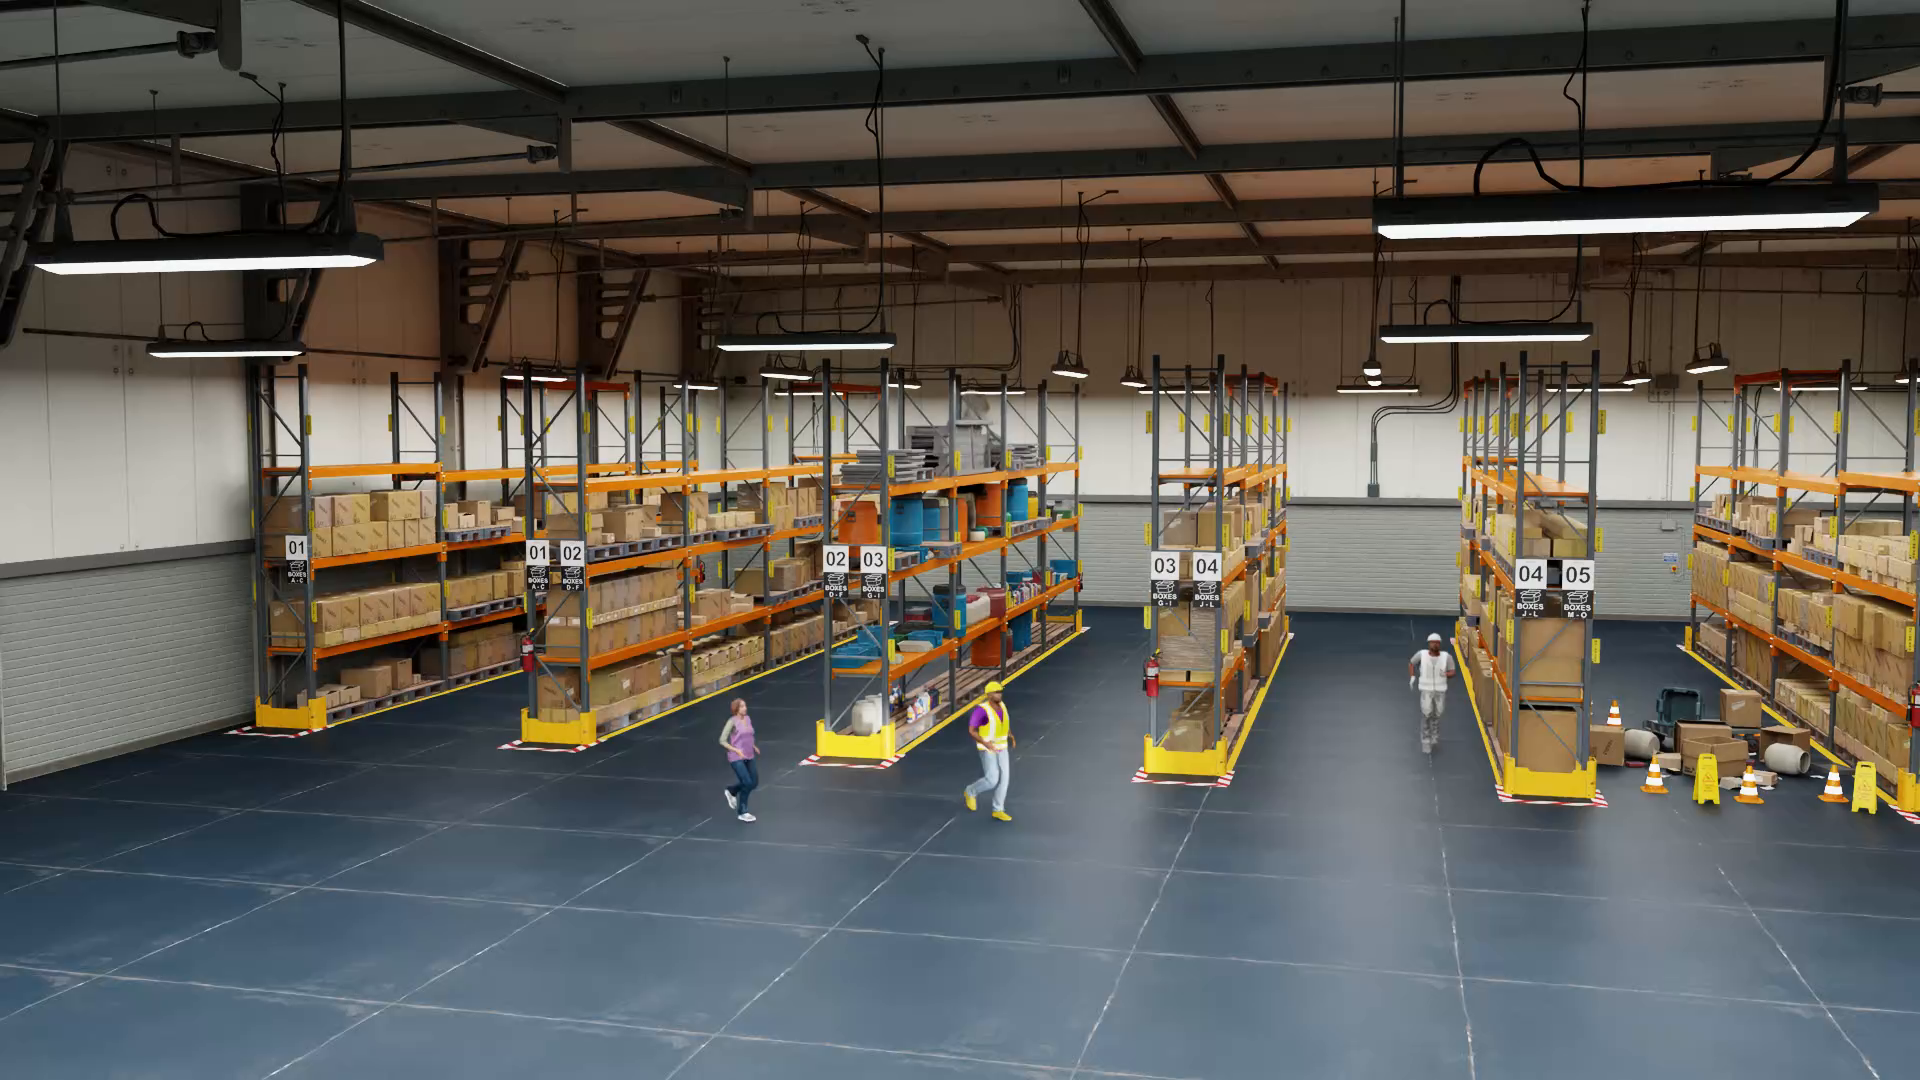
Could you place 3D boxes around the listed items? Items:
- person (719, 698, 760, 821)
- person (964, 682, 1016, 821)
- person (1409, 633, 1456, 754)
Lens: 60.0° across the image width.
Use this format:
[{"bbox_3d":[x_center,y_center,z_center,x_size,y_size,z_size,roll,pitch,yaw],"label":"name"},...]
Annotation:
[{"bbox_3d":[-2.821,2.773,21.092,0.568,1.547,0.536,3,5,36],"label":"person"},{"bbox_3d":[0.394,2.673,21.255,0.726,1.752,0.720,-4,6,-45],"label":"person"},{"bbox_3d":[7.264,2.350,25.555,0.657,1.841,0.770,0,4,5],"label":"person"}]
